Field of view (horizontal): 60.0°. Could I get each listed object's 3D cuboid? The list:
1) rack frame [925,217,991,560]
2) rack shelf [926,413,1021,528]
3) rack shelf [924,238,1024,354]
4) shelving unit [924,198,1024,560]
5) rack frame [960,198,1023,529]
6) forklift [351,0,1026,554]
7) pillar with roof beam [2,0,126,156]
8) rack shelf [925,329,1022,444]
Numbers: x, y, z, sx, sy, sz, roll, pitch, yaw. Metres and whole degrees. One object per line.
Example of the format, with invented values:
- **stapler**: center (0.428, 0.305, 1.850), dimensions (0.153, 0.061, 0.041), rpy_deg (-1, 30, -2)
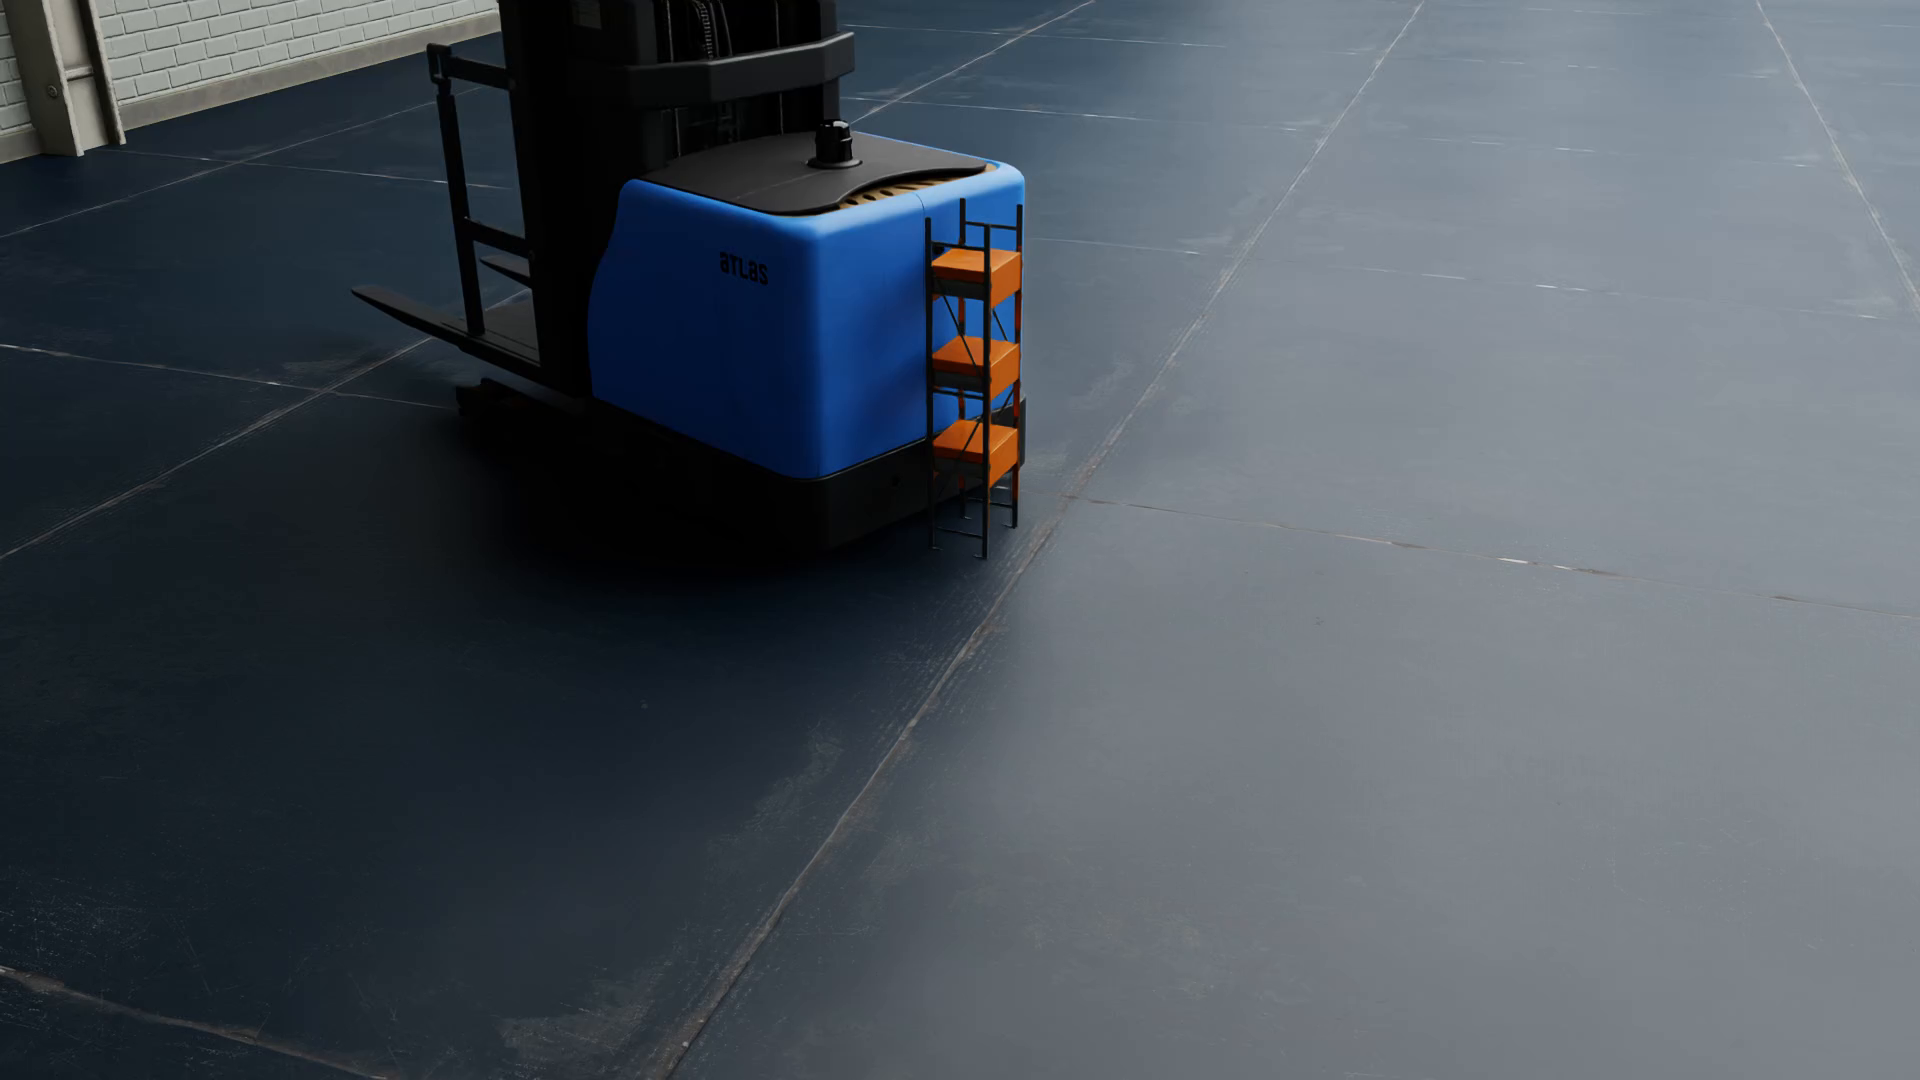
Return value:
- **rack frame**: center (-0.007, -0.429, 4.931), dimensions (0.200, 1.050, 0.008), rpy_deg (11, 28, 21)
- **rack shelf**: center (0.042, -0.218, 5.158), dimensions (0.215, 0.259, 0.240), rpy_deg (11, 28, 21)
- **rack shelf**: center (0.042, -0.724, 4.913), dimensions (0.215, 0.259, 0.240), rpy_deg (11, 28, 21)
- **shelving unit**: center (0.042, -0.478, 5.032), dimensions (0.215, 1.050, 0.252), rpy_deg (11, 28, 21)
- **rack frame**: center (0.092, -0.526, 5.132), dimensions (0.200, 1.050, 0.008), rpy_deg (11, 28, 21)
- **forklift**: center (-1.197, -1.812, 5.630), dimensions (3.031, 2.935, 1.130), rpy_deg (22, 34, 38)
- **pillar with roof beam**: center (-1.341, -5.842, 6.990), dimensions (9.100, 9.000, 0.400), rpy_deg (9, 27, 17)
- **rack shelf**: center (0.042, -0.468, 5.037), dimensions (0.215, 0.259, 0.240), rpy_deg (11, 28, 21)
